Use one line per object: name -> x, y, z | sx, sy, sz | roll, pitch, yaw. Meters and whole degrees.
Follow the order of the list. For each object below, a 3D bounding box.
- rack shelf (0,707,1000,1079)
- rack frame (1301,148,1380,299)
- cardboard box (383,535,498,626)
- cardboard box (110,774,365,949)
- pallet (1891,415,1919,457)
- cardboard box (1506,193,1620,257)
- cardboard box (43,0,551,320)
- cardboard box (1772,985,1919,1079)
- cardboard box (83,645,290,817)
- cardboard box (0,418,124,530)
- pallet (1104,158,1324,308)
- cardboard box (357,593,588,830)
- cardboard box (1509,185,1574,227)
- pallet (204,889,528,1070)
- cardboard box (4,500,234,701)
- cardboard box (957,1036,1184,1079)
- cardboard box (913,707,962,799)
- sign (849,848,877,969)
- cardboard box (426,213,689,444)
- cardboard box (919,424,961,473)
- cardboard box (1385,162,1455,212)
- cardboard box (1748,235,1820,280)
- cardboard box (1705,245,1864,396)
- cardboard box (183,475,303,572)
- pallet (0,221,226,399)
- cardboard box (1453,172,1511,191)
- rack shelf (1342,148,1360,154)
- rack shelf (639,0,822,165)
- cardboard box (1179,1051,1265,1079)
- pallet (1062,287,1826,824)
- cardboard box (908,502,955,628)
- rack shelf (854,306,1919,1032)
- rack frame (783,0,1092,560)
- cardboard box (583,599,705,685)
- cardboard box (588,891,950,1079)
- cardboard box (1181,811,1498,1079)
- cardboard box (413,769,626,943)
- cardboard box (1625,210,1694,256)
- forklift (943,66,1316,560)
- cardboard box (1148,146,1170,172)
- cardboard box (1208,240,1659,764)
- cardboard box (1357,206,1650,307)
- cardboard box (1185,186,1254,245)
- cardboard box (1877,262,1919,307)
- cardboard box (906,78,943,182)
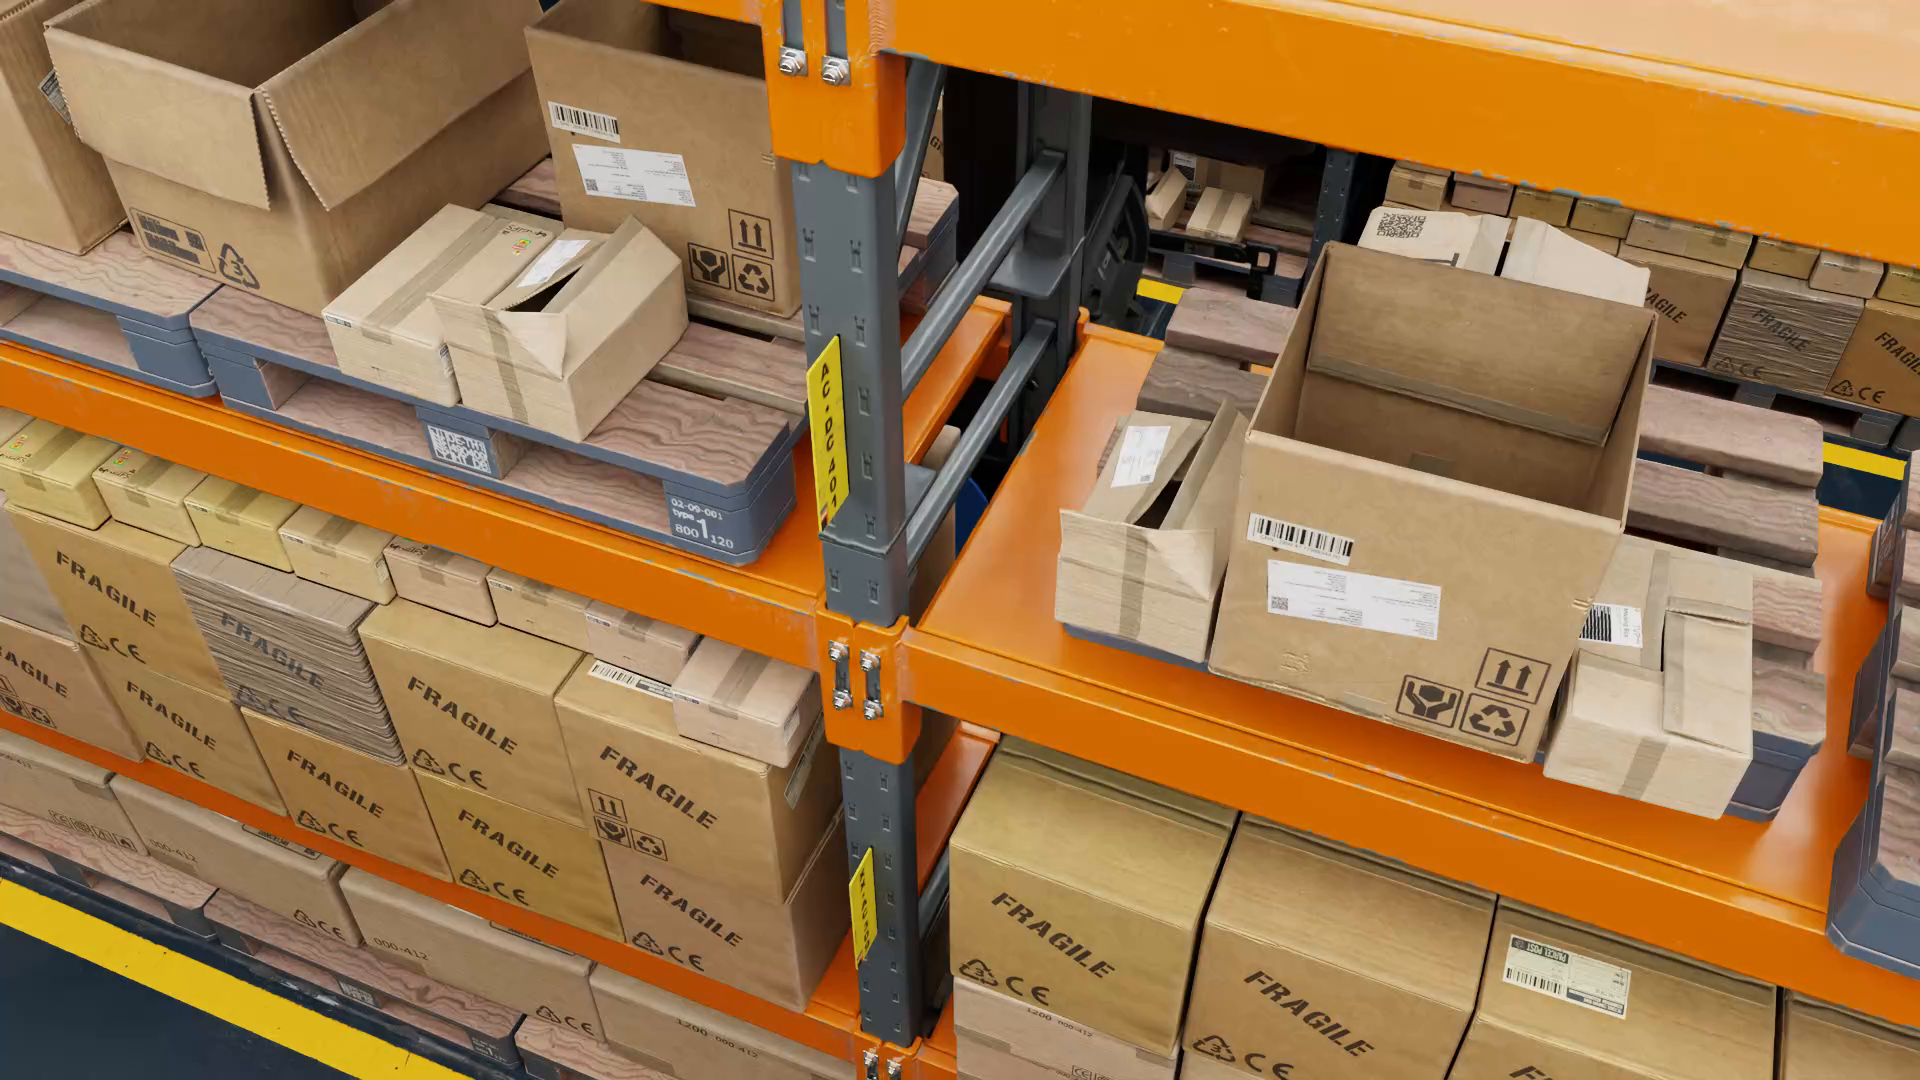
rack shelf -> -1.837, 0.466, 5.004 | 4.000, 0.370, 1.077 | 16, 47, 16
rack frame -> 1.917, -2.478, 7.453 | 0.127, 3.000, 1.000 | 16, 47, 16
cardboard box -> -1.066, -0.016, 3.739 | 0.250, 0.149, 0.380 | 16, 47, 16
cardboard box -> -2.187, 0.784, 5.693 | 0.875, 0.438, 0.875 | 18, 47, 17
pallet -> 4.934, -0.631, 7.574 | 1.213, 0.211, 1.003 | 16, 47, 16
cardboard box -> 2.772, -1.325, 7.769 | 0.500, 0.500, 0.500 | 16, 47, 15
cardboard box -> -1.248, -0.876, 3.274 | 0.637, 0.503, 0.797 | 20, 48, 19
cardboard box -> 1.726, 1.065, 3.112 | 0.500, 0.500, 0.500 | 16, 47, 15
cardboard box -> -1.941, 0.344, 4.546 | 0.500, 0.500, 0.500 | 18, 48, 17
cardboard box -> -2.046, -0.227, 3.951 | 0.250, 0.149, 0.380 | 15, 47, 15
pallet -> 1.283, -1.677, 8.625 | 1.213, 0.211, 1.003 | 16, 47, 16
cardboard box -> -0.998, 0.272, 3.909 | 0.500, 0.500, 0.500 | 16, 47, 15
cardboard box -> 2.672, -1.613, 7.598 | 0.250, 0.149, 0.380 | 14, 47, 14
pallet -> -1.793, 1.155, 5.779 | 1.213, 0.211, 1.003 | 16, 47, 16
cardboard box -> -1.931, -0.001, 4.184 | 0.500, 0.500, 0.500 | 17, 47, 16
cardboard box -> 0.314, 1.098, 3.965 | 0.500, 0.250, 0.500 | 15, 47, 15
cardboard box -> -0.323, 0.420, 4.469 | 0.500, 0.500, 0.500 | 18, 48, 17
sign -> -0.203, 0.781, 3.508 | 0.005, 0.325, 0.100 | 16, 47, 16
cardboard box -> -0.704, -0.411, 2.976 | 0.258, 0.266, 0.396 | 18, 48, 17
cardboard box -> -0.182, -0.121, 3.844 | 0.250, 0.149, 0.380 | 16, 47, 15
cardboard box -> 2.145, -1.700, 7.686 | 0.250, 0.149, 0.380 | 19, 48, 18
cardboard box -> 3.635, -1.332, 7.316 | 0.250, 0.149, 0.380 | 17, 47, 16
cardboard box -> 3.707, -1.042, 7.484 | 0.500, 0.500, 0.500 | 15, 47, 14
cardboard box -> -1.553, -0.131, 3.854 | 0.250, 0.149, 0.380 | 15, 47, 15
pallet -> -1.864, -0.839, 3.742 | 1.213, 0.211, 1.003 | 16, 47, 16
cardboard box -> 2.404, -1.767, 7.541 | 0.250, 0.149, 0.380 | 14, 47, 14
rack shelf -> 3.762, -1.680, 7.161 | 4.000, 0.370, 1.077 | 16, 47, 16
rack shelf -> -1.837, -1.519, 3.029 | 4.000, 0.370, 1.077 | 16, 47, 16
cardboard box -> 0.799, 1.056, 3.653 | 0.500, 0.250, 0.500 | 17, 47, 16
pallet -> 0.874, -0.025, 2.996 | 1.217, 0.209, 0.805 | 15, 47, 14
cardboard box -> -0.337, 0.077, 4.105 | 0.500, 0.500, 0.500 | 17, 47, 16
rack shelf -> 1.855, 0.489, 2.855 | 4.000, 0.370, 1.077 | 16, 47, 16
rack frame -> 0.009, -1.373, 2.089 | 0.127, 3.000, 1.000 | 16, 47, 16
cardboard box -> -0.599, 0.115, 3.607 | 0.250, 0.149, 0.380 | 17, 47, 17
cardboard box -> -0.529, 1.273, 5.202 | 0.875, 0.438, 0.875 | 16, 47, 15
cardboard box -> 0.785, 0.791, 3.388 | 0.500, 0.500, 0.500 | 16, 47, 16
cardboard box -> -0.994, 0.623, 4.266 | 0.500, 0.500, 0.500 | 15, 47, 15
cardboard box -> 3.146, -1.456, 7.440 | 0.250, 0.149, 0.380 | 16, 47, 16
forklift -> 0.740, -0.913, 5.928 | 3.031, 2.935, 1.130 | 12, 46, 12
cardboard box -> 0.998, -2.068, 8.764 | 0.250, 0.149, 0.380 | 16, 47, 15
cardboard box -> 0.711, -0.066, 2.533 | 0.500, 0.500, 0.500 | 16, 47, 15
cardboard box -> 0.903, -0.324, 2.927 | 0.500, 0.311, 0.500 | 16, 47, 16
cardboard box -> 1.289, -1.577, 8.270 | 0.250, 0.149, 0.380 | 15, 47, 15
cardboard box -> 4.109, -1.177, 7.160 | 0.250, 0.149, 0.380 | 16, 47, 15
cardboard box -> -0.024, -2.133, 8.581 | 0.500, 0.500, 0.500 | 17, 47, 17
